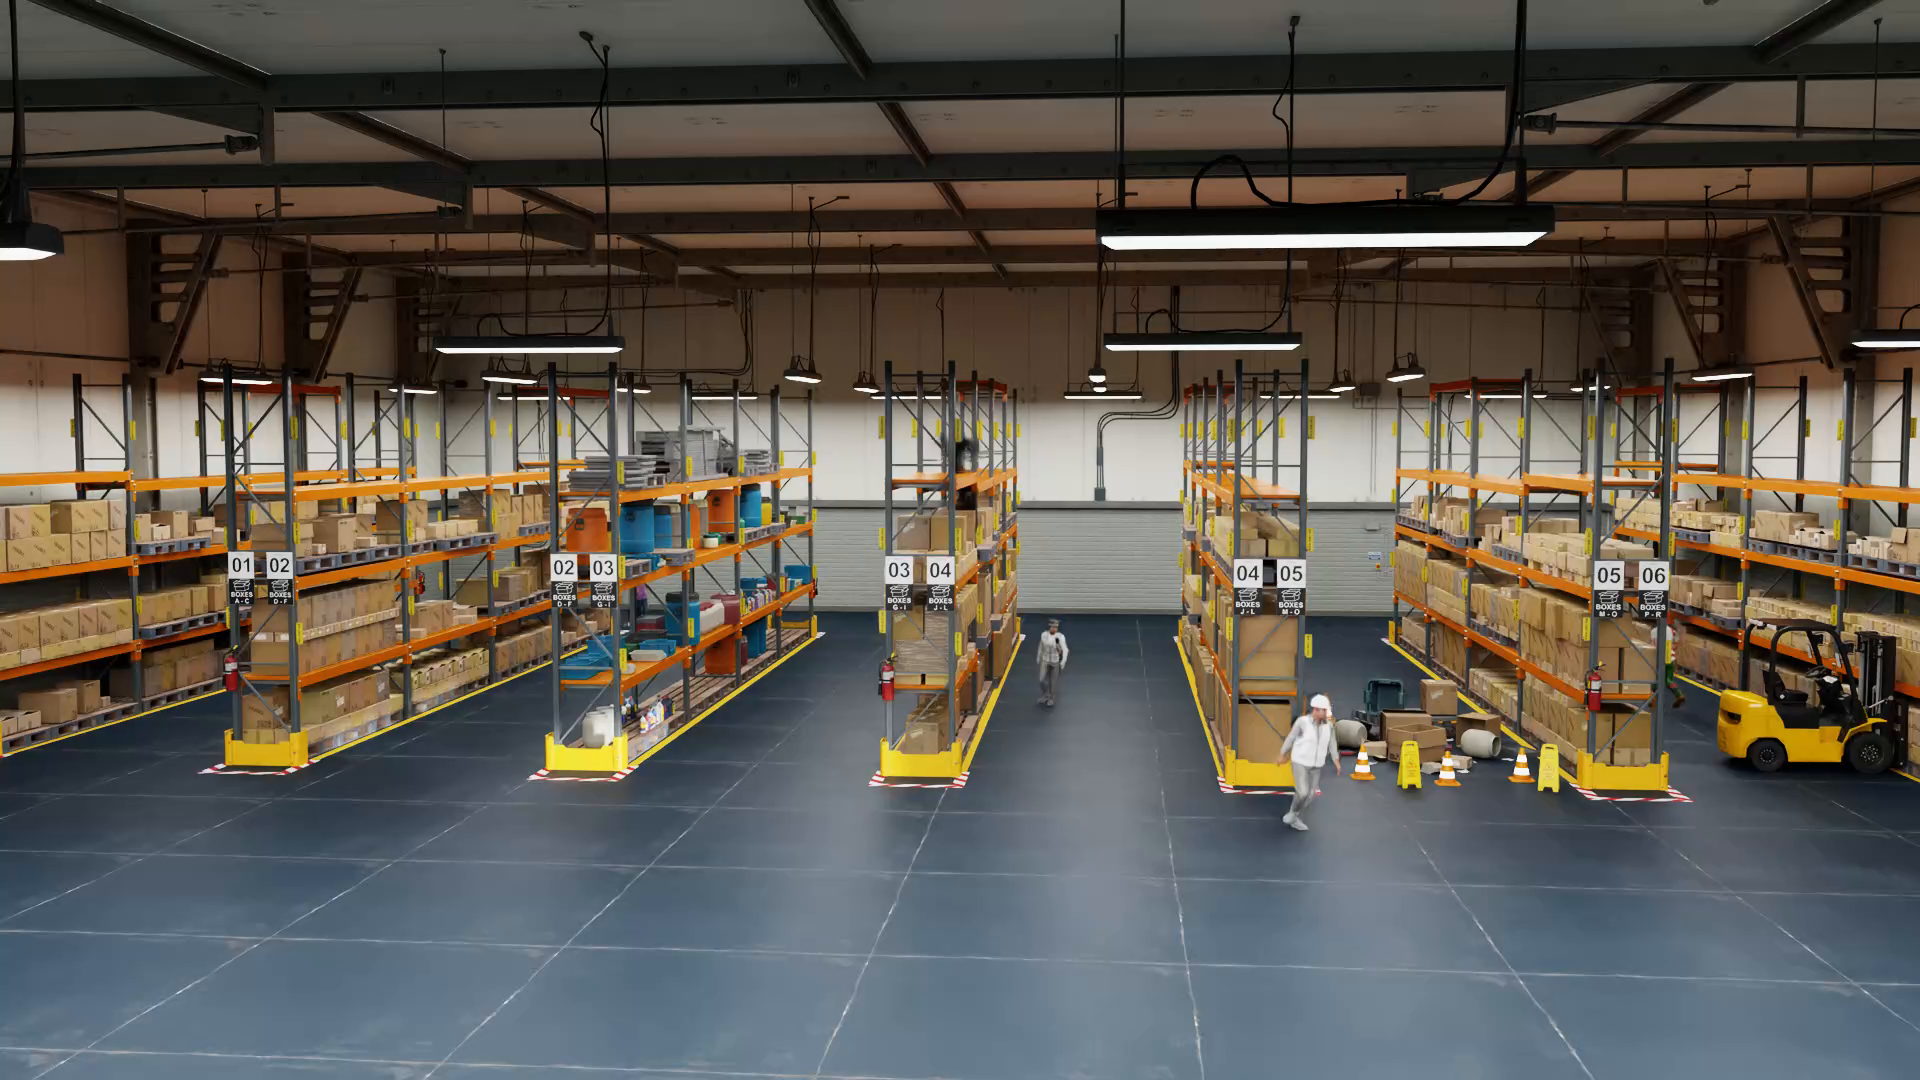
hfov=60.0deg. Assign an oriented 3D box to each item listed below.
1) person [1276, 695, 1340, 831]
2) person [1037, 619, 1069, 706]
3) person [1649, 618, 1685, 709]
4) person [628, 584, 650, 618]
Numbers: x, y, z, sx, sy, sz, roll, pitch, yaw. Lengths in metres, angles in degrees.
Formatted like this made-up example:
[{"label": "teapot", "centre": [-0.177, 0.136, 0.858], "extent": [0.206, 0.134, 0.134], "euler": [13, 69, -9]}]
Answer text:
[{"label": "person", "centre": [4.368, 2.777, 20.724], "extent": [0.659, 1.729, 0.635], "euler": [-1, 4, -20]}, {"label": "person", "centre": [1.663, 2.215, 30.055], "extent": [0.609, 1.613, 0.653], "euler": [1, 4, 8]}, {"label": "person", "centre": [12.675, 2.176, 29.815], "extent": [0.655, 1.741, 0.845], "euler": [-1, 4, -13]}, {"label": "person", "centre": [-8.071, 1.490, 41.736], "extent": [0.581, 1.568, 0.733], "euler": [-3, 5, -36]}]
